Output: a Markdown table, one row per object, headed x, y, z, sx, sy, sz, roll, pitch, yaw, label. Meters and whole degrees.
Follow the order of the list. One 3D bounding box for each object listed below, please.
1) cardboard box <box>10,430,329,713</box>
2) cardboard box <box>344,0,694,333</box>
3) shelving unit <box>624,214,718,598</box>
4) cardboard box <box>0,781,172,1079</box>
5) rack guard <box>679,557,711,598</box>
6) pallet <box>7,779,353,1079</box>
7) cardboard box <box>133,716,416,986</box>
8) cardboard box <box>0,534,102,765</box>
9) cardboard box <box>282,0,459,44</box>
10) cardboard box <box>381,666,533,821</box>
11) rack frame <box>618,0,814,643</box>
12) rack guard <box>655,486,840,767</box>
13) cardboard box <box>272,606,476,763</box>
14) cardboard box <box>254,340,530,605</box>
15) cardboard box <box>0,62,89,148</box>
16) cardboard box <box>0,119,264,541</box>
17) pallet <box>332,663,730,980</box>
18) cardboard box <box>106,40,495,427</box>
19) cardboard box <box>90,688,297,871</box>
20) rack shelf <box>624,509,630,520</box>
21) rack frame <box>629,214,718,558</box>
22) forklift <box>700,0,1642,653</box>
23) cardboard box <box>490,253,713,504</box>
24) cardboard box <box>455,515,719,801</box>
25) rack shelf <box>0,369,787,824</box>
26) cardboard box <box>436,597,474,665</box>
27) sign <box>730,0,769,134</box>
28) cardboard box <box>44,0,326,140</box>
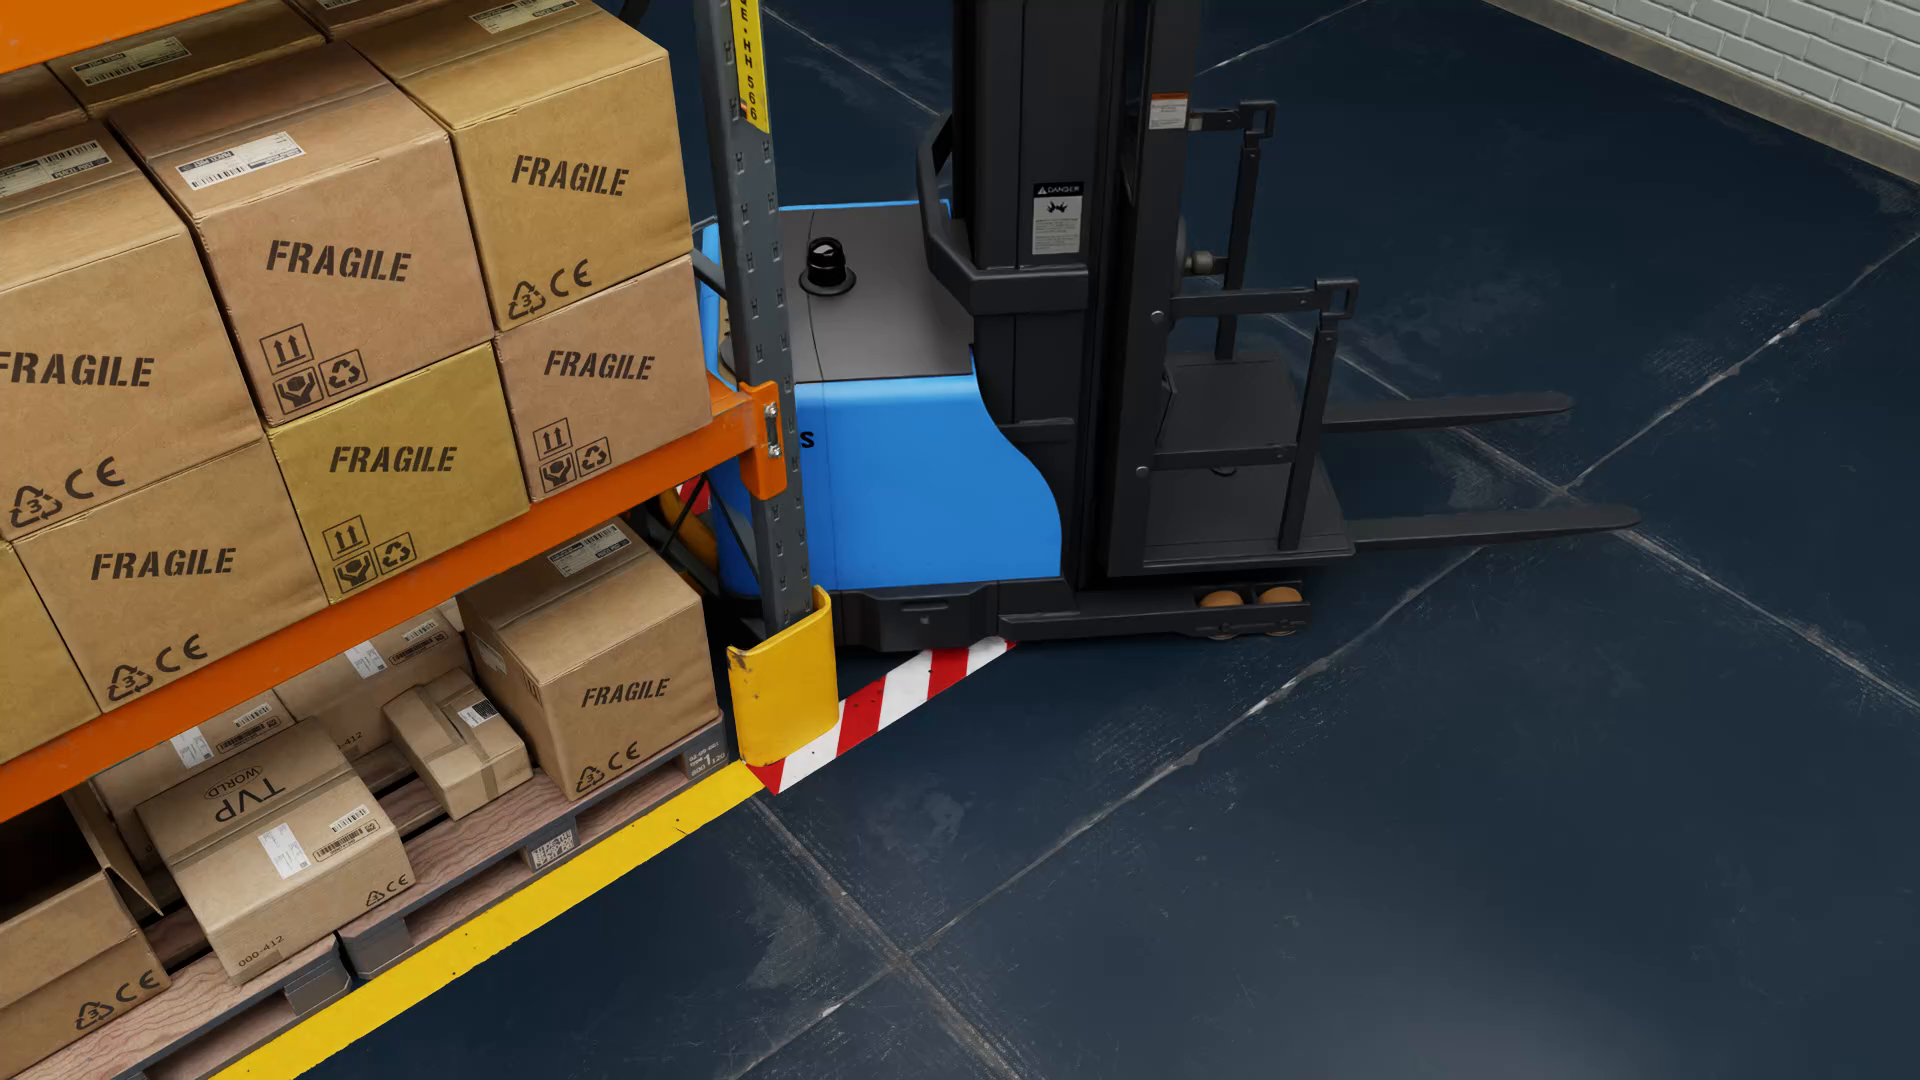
| x | y | z | sx | sy | sz | roll | pitch | yaw | label |
| --- | --- | --- | --- | --- | --- | --- | --- | --- | --- |
| -1.746 | -0.056 | 3.545 | 0.500 | 0.500 | 0.500 | -29 | 51 | -28 | cardboard box |
| -0.961 | -0.866 | 3.677 | 0.500 | 0.500 | 0.500 | -30 | 51 | -28 | cardboard box |
| -1.176 | -0.635 | 5.223 | 1.083 | 1.500 | 0.587 | 35 | 50 | 27 | shelving unit |
| -2.426 | 0.874 | 4.131 | 0.637 | 0.503 | 0.797 | -30 | 51 | -28 | cardboard box |
| -0.863 | 0.074 | 5.419 | 0.087 | 0.250 | 0.587 | 35 | 50 | 27 | rack guard |
| -2.400 | 1.129 | 4.394 | 1.213 | 0.211 | 1.003 | -30 | 51 | -28 | pallet |
| -1.803 | 0.807 | 4.387 | 0.500 | 0.250 | 0.500 | -30 | 51 | -28 | cardboard box |
| -2.133 | 0.166 | 3.309 | 0.500 | 0.500 | 0.500 | -31 | 51 | -28 | cardboard box |
| -1.305 | -1.149 | 3.979 | 0.500 | 0.500 | 0.500 | -28 | 50 | -27 | cardboard box |
| -1.423 | 0.567 | 4.704 | 0.250 | 0.166 | 0.380 | -30 | 51 | -28 | cardboard box |
| -0.796 | -0.805 | 4.416 | 0.127 | 3.000 | 1.000 | -30 | 51 | -28 | rack frame |
| -0.854 | 0.140 | 5.236 | 0.348 | 0.500 | 1.175 | -30 | 51 | -28 | rack guard |
| -1.778 | 0.347 | 4.877 | 0.500 | 0.250 | 0.500 | -30 | 51 | -28 | cardboard box |
| -1.360 | -0.272 | 3.775 | 0.500 | 0.500 | 0.500 | -29 | 51 | -28 | cardboard box |
| -2.088 | -0.698 | 3.499 | 0.500 | 0.500 | 0.500 | -29 | 50 | -27 | cardboard box |
| -1.742 | -0.413 | 3.195 | 0.500 | 0.500 | 0.500 | -28 | 50 | -27 | cardboard box |
| -1.465 | 0.596 | 4.962 | 1.213 | 0.211 | 1.003 | -30 | 51 | -28 | pallet |
| -1.348 | -0.643 | 3.441 | 0.500 | 0.500 | 0.500 | -28 | 50 | -27 | cardboard box |
| -2.162 | 0.566 | 4.643 | 0.500 | 0.250 | 0.500 | -30 | 51 | -28 | cardboard box |
| -1.184 | -0.499 | 5.341 | 1.000 | 0.185 | 0.538 | 35 | 50 | 27 | rack shelf |
| -0.800 | -0.371 | 4.985 | 0.032 | 1.500 | 0.500 | 35 | 50 | 27 | rack frame |
| 0.717 | -1.104 | 4.785 | 3.031 | 2.935 | 1.130 | -3 | 43 | -4 | forklift |
| -0.965 | -0.501 | 4.020 | 0.500 | 0.500 | 0.500 | -28 | 50 | -27 | cardboard box |
| -1.055 | 0.314 | 4.729 | 0.500 | 0.500 | 0.500 | -30 | 51 | -28 | cardboard box |
| -2.330 | 0.336 | 3.727 | 4.000 | 0.370 | 1.077 | -30 | 51 | -28 | rack shelf |
| -1.529 | 0.181 | 5.114 | 0.250 | 0.166 | 0.380 | -30 | 51 | -28 | cardboard box |
| -0.455 | -1.042 | 3.591 | 0.005 | 0.325 | 0.100 | -30 | 51 | -28 | sign |
| -1.701 | -0.916 | 3.730 | 0.500 | 0.500 | 0.500 | -29 | 51 | -27 | cardboard box |
